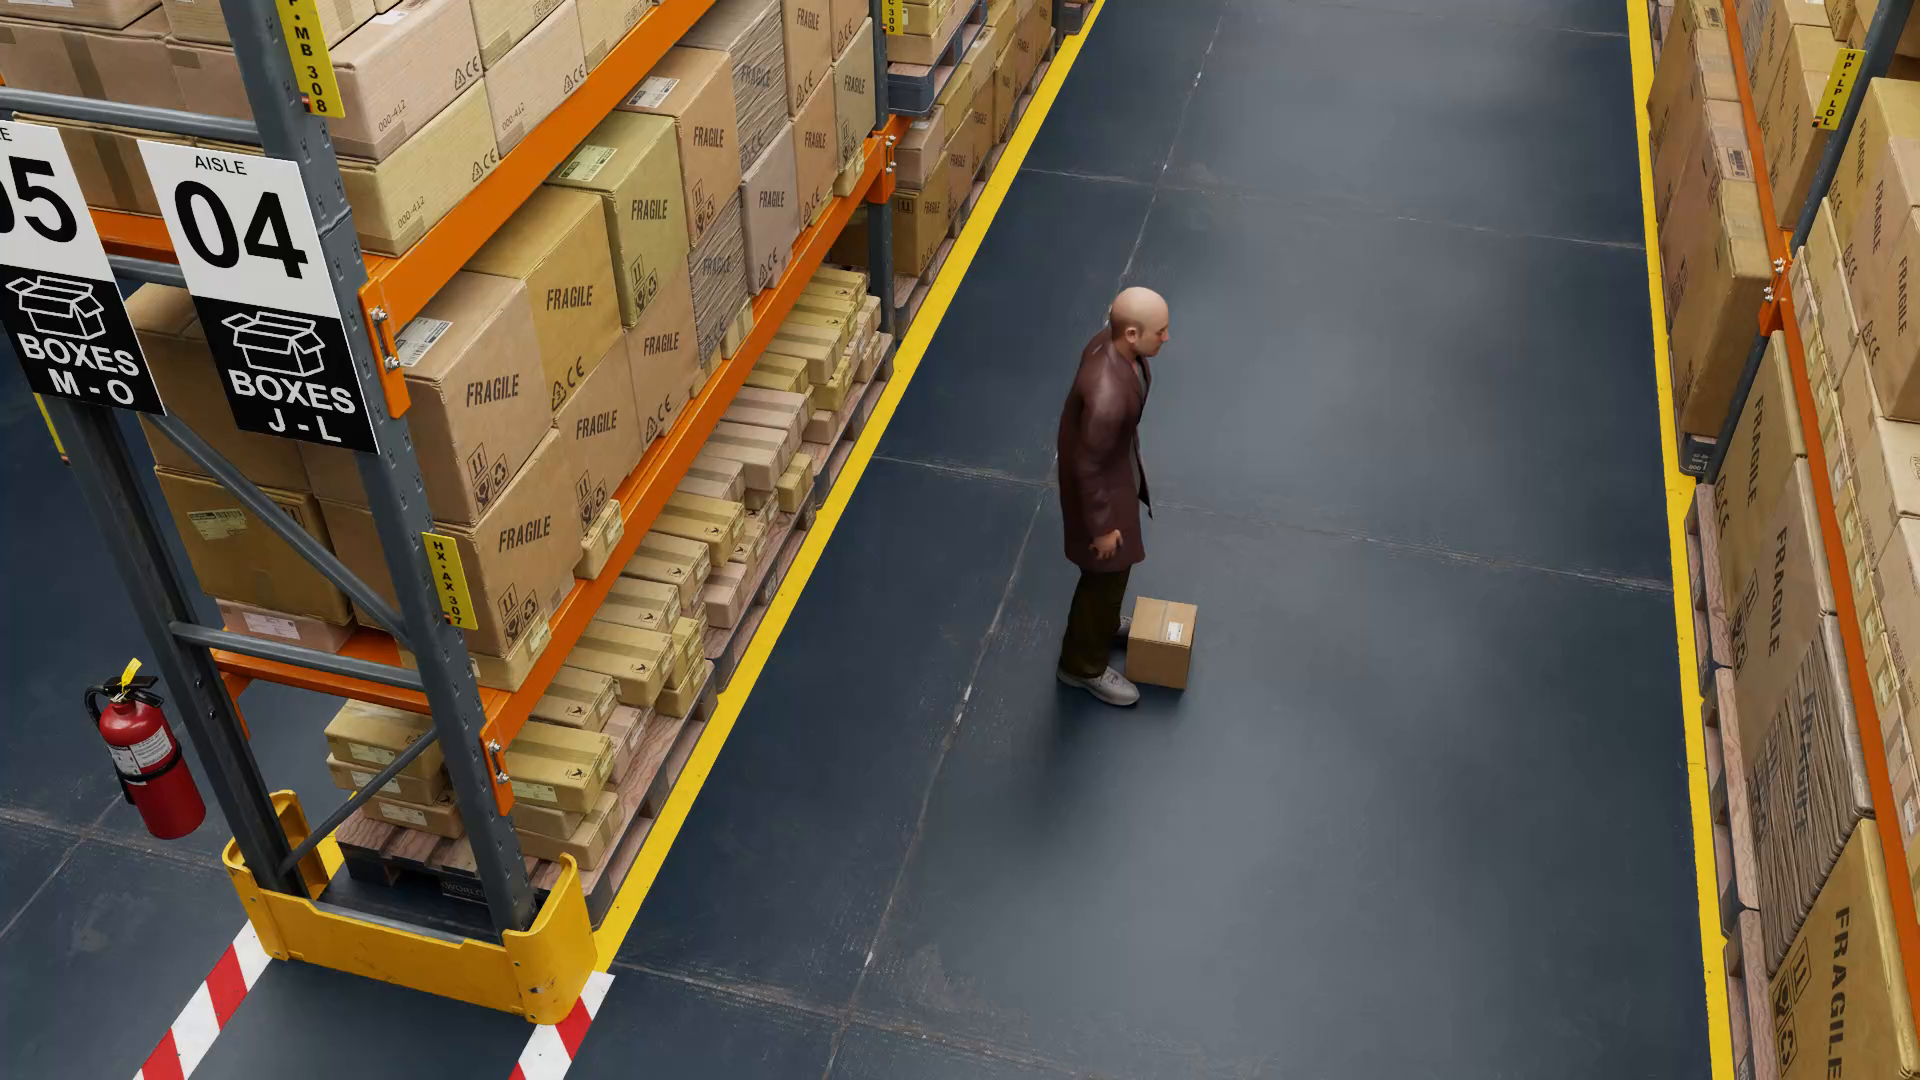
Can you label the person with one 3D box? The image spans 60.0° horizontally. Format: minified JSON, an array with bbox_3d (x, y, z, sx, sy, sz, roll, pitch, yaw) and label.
[{"bbox_3d":[0.581,-0.205,6.383,0.426,1.739,0.640,9,41,11],"label":"person"}]
